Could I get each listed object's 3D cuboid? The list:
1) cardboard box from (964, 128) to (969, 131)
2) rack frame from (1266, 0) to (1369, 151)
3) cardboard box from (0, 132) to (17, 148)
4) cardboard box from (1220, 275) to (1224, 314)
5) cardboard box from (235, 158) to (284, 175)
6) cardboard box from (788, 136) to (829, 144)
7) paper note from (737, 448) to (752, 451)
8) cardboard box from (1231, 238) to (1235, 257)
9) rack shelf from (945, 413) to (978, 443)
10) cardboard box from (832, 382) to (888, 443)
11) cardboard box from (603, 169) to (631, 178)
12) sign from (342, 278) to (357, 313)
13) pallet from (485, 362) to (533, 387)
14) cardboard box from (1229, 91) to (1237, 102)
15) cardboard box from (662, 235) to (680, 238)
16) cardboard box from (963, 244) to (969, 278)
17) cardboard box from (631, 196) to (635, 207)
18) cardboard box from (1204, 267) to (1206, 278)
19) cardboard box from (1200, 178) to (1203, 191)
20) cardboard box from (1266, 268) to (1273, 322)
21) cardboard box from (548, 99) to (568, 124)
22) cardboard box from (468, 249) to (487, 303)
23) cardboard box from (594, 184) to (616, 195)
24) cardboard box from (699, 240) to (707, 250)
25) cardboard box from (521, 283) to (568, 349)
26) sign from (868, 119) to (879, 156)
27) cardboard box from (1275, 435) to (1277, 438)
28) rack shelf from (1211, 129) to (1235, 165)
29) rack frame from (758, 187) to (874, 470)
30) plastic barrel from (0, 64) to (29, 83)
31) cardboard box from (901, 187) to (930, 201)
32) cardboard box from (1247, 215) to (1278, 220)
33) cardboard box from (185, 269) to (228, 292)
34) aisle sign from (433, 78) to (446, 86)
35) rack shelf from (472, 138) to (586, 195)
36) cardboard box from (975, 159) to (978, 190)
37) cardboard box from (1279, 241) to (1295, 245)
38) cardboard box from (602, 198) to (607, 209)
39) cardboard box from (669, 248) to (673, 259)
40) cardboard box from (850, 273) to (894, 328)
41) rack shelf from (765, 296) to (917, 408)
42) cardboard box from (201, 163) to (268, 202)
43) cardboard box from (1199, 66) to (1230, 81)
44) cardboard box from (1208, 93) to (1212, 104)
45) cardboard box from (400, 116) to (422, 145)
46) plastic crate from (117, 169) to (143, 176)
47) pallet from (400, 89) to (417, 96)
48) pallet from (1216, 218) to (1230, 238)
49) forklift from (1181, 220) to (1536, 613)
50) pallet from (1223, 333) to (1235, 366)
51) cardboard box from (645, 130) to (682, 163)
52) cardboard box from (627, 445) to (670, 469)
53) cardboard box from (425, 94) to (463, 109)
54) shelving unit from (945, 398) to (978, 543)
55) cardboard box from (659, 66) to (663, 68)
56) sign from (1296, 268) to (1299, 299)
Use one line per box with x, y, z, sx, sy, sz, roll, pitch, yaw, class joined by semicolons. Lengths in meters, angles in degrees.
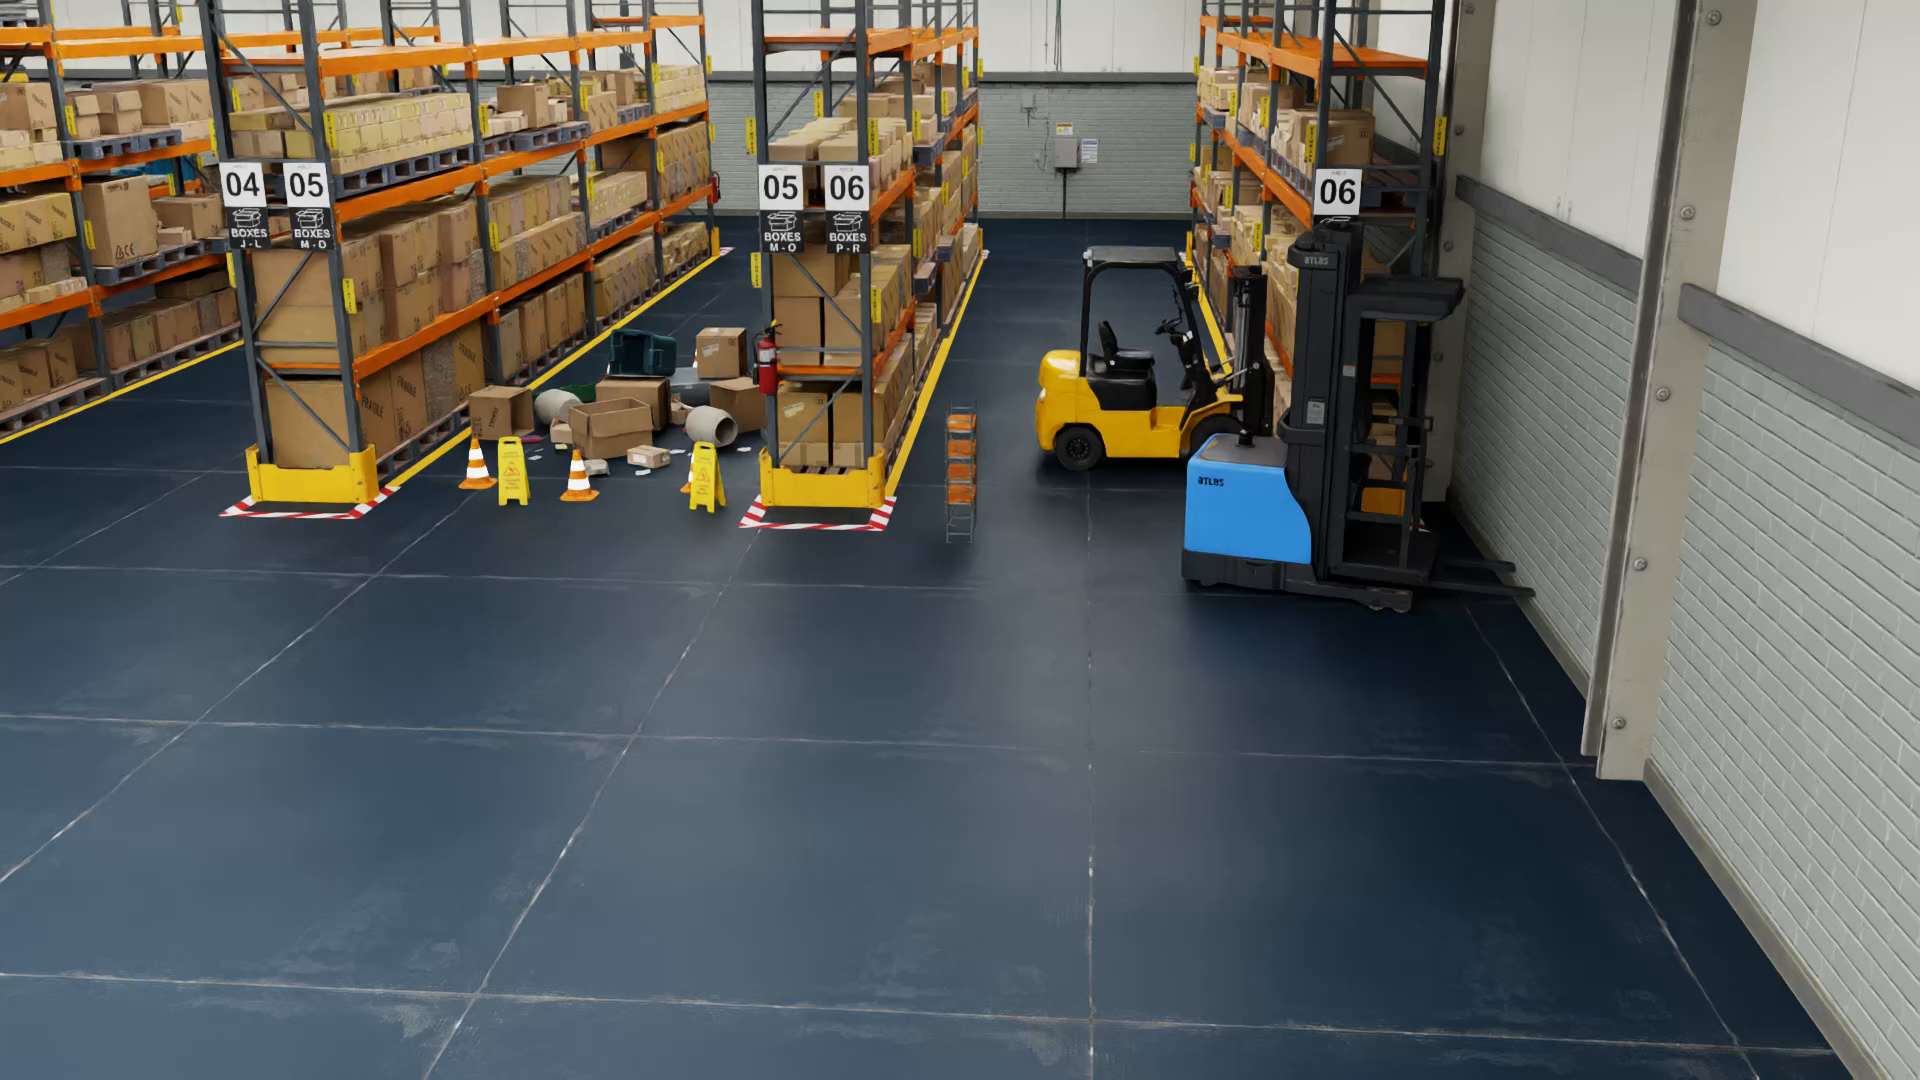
-0.038;-7.057;28.834;0.380;0.149;0.250;2;18;5;cardboard box
3.916;-5.754;18.031;1.000;3.000;0.127;1;18;4;rack frame
-10.691;-4.423;18.387;0.380;0.149;0.250;1;18;2;cardboard box
4.100;-3.611;24.465;0.500;0.500;0.500;2;18;6;cardboard box
-6.581;-3.513;15.579;0.380;0.149;0.250;1;18;4;cardboard box
-1.466;-3.803;16.019;0.380;0.149;0.250;1;18;4;cardboard box
-2.317;-0.978;17.859;0.142;0.019;0.148;-5;19;-15;paper note
3.927;-3.942;22.376;0.500;0.250;0.500;1;18;4;cardboard box
0.012;-0.995;14.771;0.258;0.148;0.480;1;18;4;rack shelf
-0.987;-1.271;16.523;0.500;0.500;0.500;1;18;2;cardboard box
-5.654;-5.922;27.540;0.500;0.500;0.500;1;18;4;cardboard box
-5.714;-2.284;15.559;0.100;0.325;0.005;1;18;4;sign
-6.000;-2.008;20.712;1.003;0.211;1.213;1;18;4;pallet
4.009;-6.268;23.541;0.380;0.149;0.250;1;18;3;cardboard box
-5.094;-5.215;28.970;0.380;0.149;0.250;1;18;2;cardboard box
-0.310;-4.672;27.804;0.875;0.438;0.875;1;18;3;cardboard box
-5.294;-5.293;25.988;0.380;0.149;0.250;0;18;1;cardboard box
4.236;-4.412;27.474;0.380;0.149;0.250;1;18;2;cardboard box
4.390;-6.092;28.460;0.500;0.250;0.500;1;18;2;cardboard box
3.603;-2.656;18.052;0.500;0.500;0.500;2;18;5;cardboard box
-5.469;-5.633;21.787;0.500;0.311;0.500;1;18;4;cardboard box
-5.994;-3.048;19.167;0.875;0.550;0.550;1;18;4;cardboard box
-5.374;-5.244;24.884;0.380;0.149;0.250;2;18;6;cardboard box
-4.867;-5.413;30.530;0.380;0.149;0.250;2;18;6;cardboard box
-5.886;-3.006;22.217;1.050;0.750;0.750;2;18;5;cardboard box
-0.781;-3.599;14.868;0.100;0.325;0.005;1;18;4;sign
3.393;-0.861;16.474;0.500;0.250;0.500;1;18;4;cardboard box
4.346;-5.850;24.297;1.077;0.370;4.000;1;18;4;rack shelf
-1.322;-1.770;15.508;1.000;3.000;0.127;1;18;4;rack frame
-15.150;-7.255;26.454;0.600;0.588;0.600;0;18;0;plastic barrel
-0.585;-4.437;21.293;0.380;0.149;0.250;0;18;1;cardboard box
3.881;-4.085;21.370;0.380;0.149;0.250;1;18;5;cardboard box
-10.651;-3.645;23.333;0.500;0.250;0.500;2;18;6;cardboard box
-9.755;-8.212;30.992;0.394;0.787;0.004;1;18;4;aisle sign
-5.837;-4.796;21.082;1.077;0.370;4.000;1;18;4;rack shelf
0.054;-6.631;30.183;0.500;0.500;0.500;1;18;4;cardboard box
3.659;-3.145;18.024;0.380;0.149;0.250;1;18;3;cardboard box
-5.407;-4.947;24.454;0.380;0.149;0.250;1;18;4;cardboard box
-5.129;-4.909;28.513;0.380;0.149;0.250;0;18;1;cardboard box
-0.942;-2.419;16.851;0.500;0.500;0.500;1;18;3;cardboard box
-1.179;-2.050;17.516;1.077;0.370;4.000;1;18;4;rack shelf
-10.565;-5.227;24.286;0.797;0.503;0.637;2;18;6;cardboard box
4.494;-8.231;29.368;0.500;0.250;0.500;1;18;3;cardboard box
4.018;-6.777;25.540;0.380;0.149;0.250;1;18;5;cardboard box
-5.869;-4.206;17.054;0.500;0.250;0.500;1;18;4;cardboard box
-15.393;-6.746;30.867;0.416;0.233;0.300;1;18;4;plastic crate
-10.187;-7.733;29.032;1.003;0.211;1.213;1;18;4;pallet
4.337;-4.658;24.630;1.003;0.211;1.213;1;18;4;pallet
3.408;-1.003;13.277;3.031;2.935;1.130;7;19;19;forklift
4.105;-2.565;22.413;1.003;0.211;1.213;1;18;4;pallet
-5.042;-6.692;28.285;0.500;0.500;0.500;2;18;5;cardboard box
-3.243;-0.867;17.331;0.380;0.149;0.250;12;22;32;cardboard box
-5.707;-4.824;18.300;0.380;0.149;0.250;1;18;4;cardboard box
0.012;-0.622;14.893;0.258;1.200;0.503;1;18;4;shelving unit
-5.499;-8.343;29.547;0.380;0.149;0.250;1;18;4;cardboard box
3.089;-2.340;15.007;0.100;0.325;0.005;1;18;4;sign
